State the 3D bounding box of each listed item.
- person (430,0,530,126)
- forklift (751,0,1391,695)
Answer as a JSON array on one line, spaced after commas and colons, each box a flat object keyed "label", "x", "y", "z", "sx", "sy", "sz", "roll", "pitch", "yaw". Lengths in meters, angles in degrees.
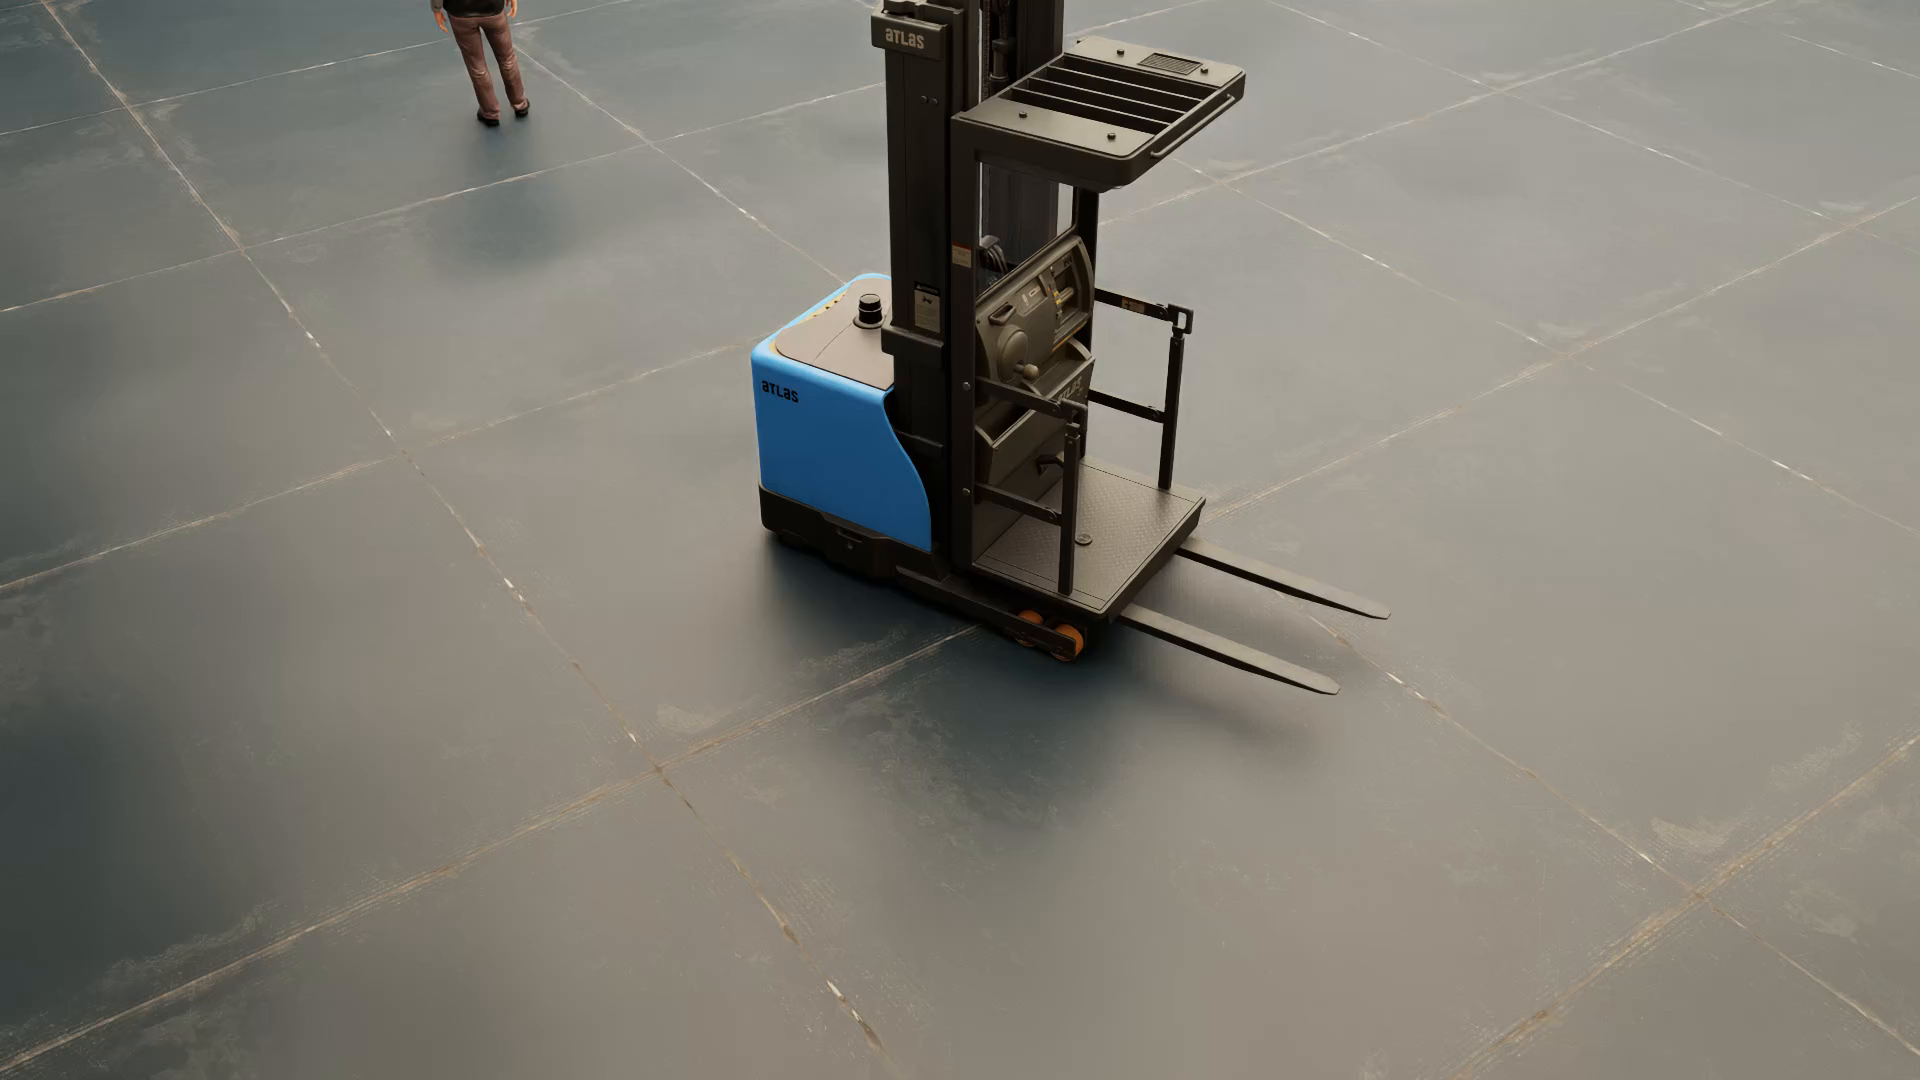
[{"label": "person", "x": -3.571, "y": -3.914, "z": 12.244, "sx": 0.631, "sy": 1.720, "sz": 0.569, "roll": -14, "pitch": 39, "yaw": -19}, {"label": "forklift", "x": 0.514, "y": -0.985, "z": 7.276, "sx": 3.031, "sy": 2.935, "sz": 1.130, "roll": 21, "pitch": 41, "yaw": 26}]
